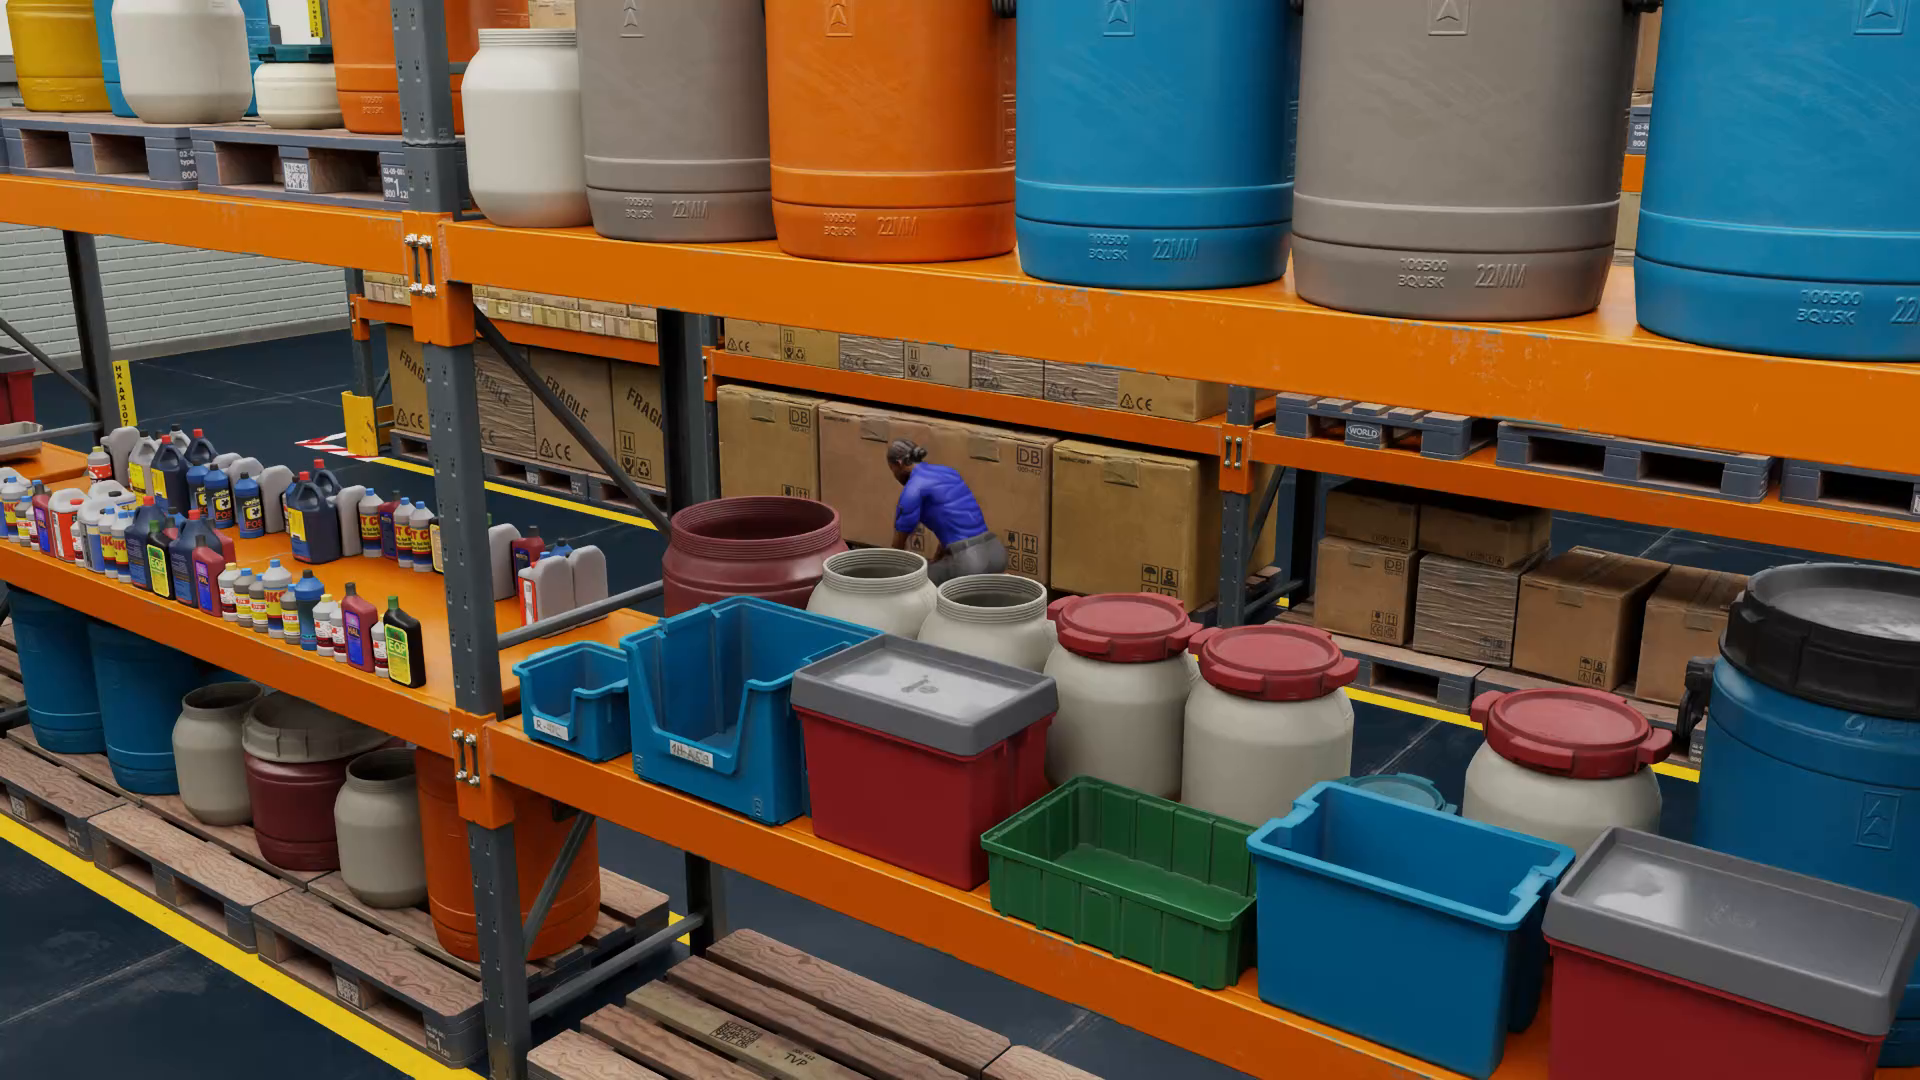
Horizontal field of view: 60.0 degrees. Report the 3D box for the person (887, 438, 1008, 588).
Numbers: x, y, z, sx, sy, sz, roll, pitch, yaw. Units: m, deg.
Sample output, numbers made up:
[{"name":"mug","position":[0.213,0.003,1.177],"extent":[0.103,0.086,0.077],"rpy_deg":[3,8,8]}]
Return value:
[{"name":"person","position":[-0.105,0.119,8.831],"extent":[0.684,1.277,0.496],"rpy_deg":[13,21,37]}]
